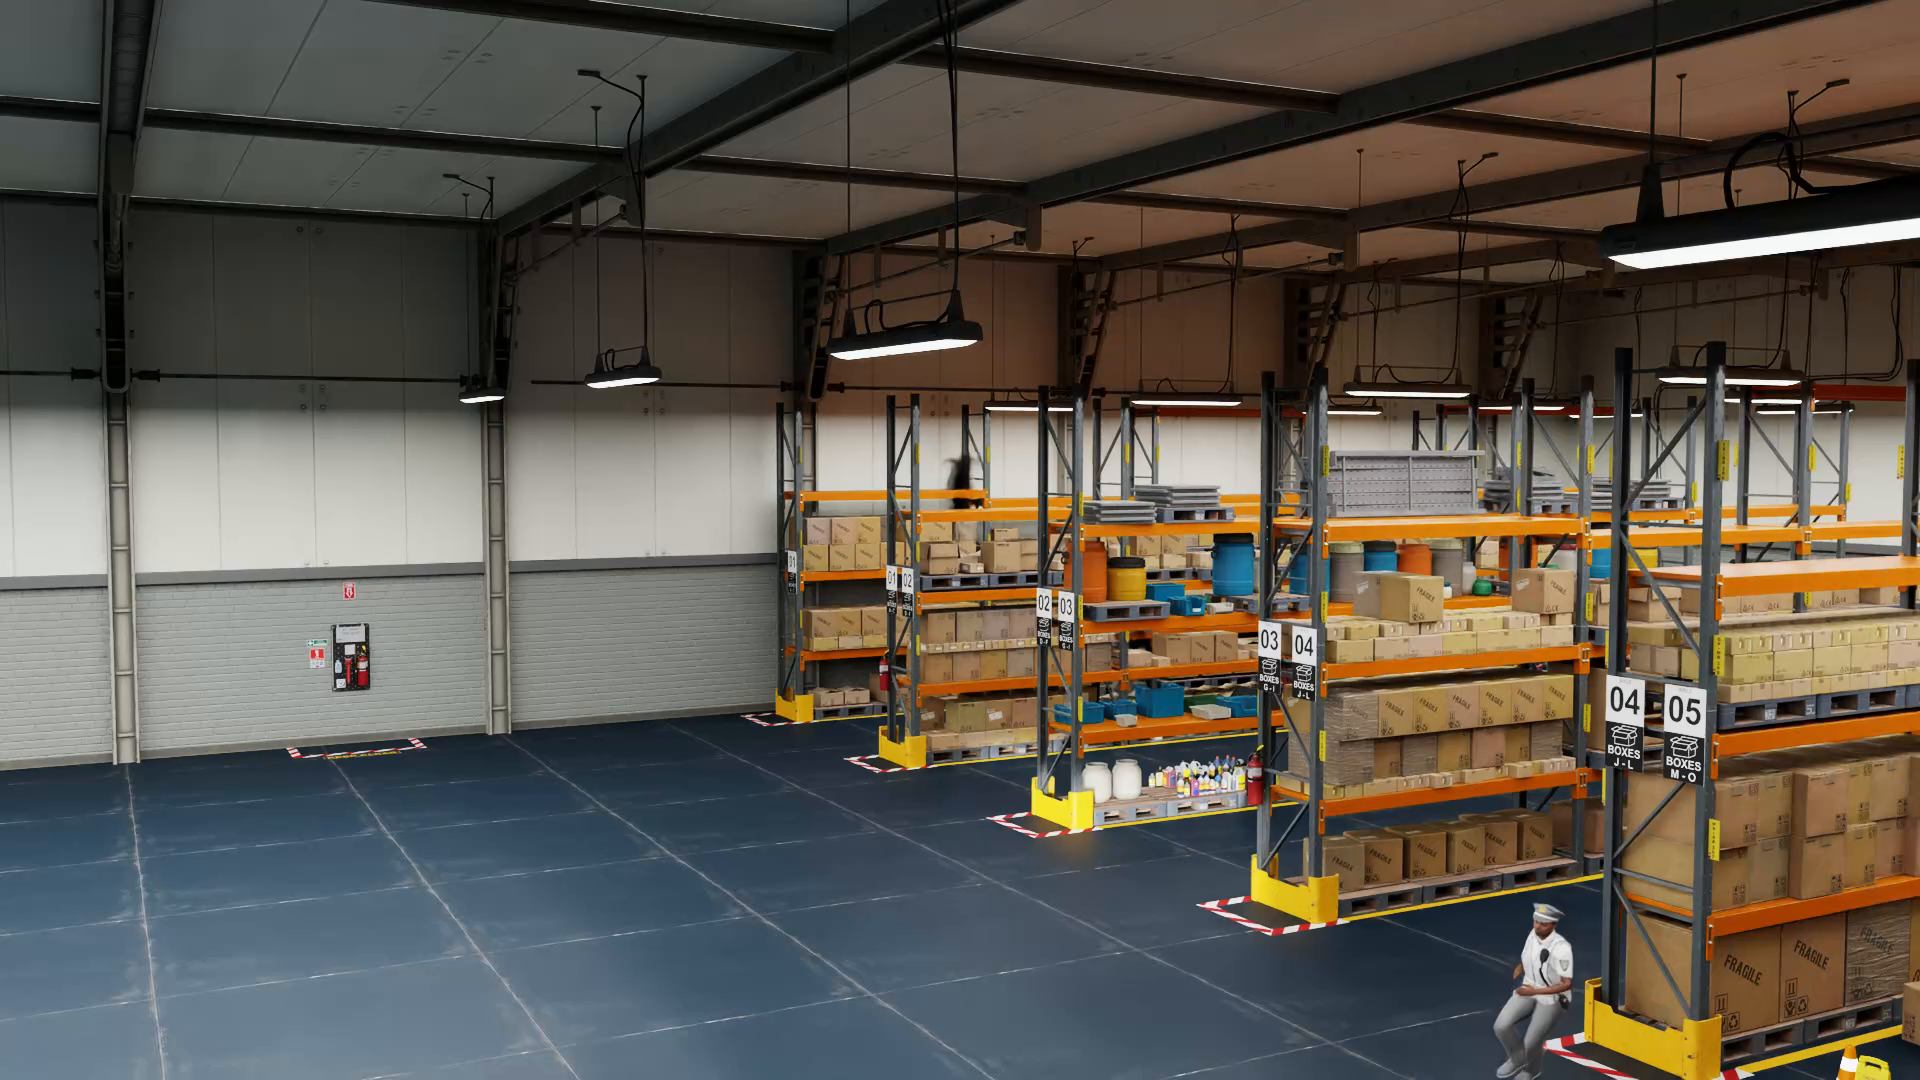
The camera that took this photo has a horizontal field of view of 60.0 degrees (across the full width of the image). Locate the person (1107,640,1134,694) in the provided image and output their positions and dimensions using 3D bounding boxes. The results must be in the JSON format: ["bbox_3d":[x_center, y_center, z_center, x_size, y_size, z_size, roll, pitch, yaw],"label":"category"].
[{"bbox_3d":[2.993,2.626,31.075,0.859,1.549,0.624,-1,3,-20],"label":"person"}]

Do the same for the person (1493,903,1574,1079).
[{"bbox_3d":[4.559,3.640,13.216,0.680,1.584,0.752,-2,4,-37],"label":"person"}]
